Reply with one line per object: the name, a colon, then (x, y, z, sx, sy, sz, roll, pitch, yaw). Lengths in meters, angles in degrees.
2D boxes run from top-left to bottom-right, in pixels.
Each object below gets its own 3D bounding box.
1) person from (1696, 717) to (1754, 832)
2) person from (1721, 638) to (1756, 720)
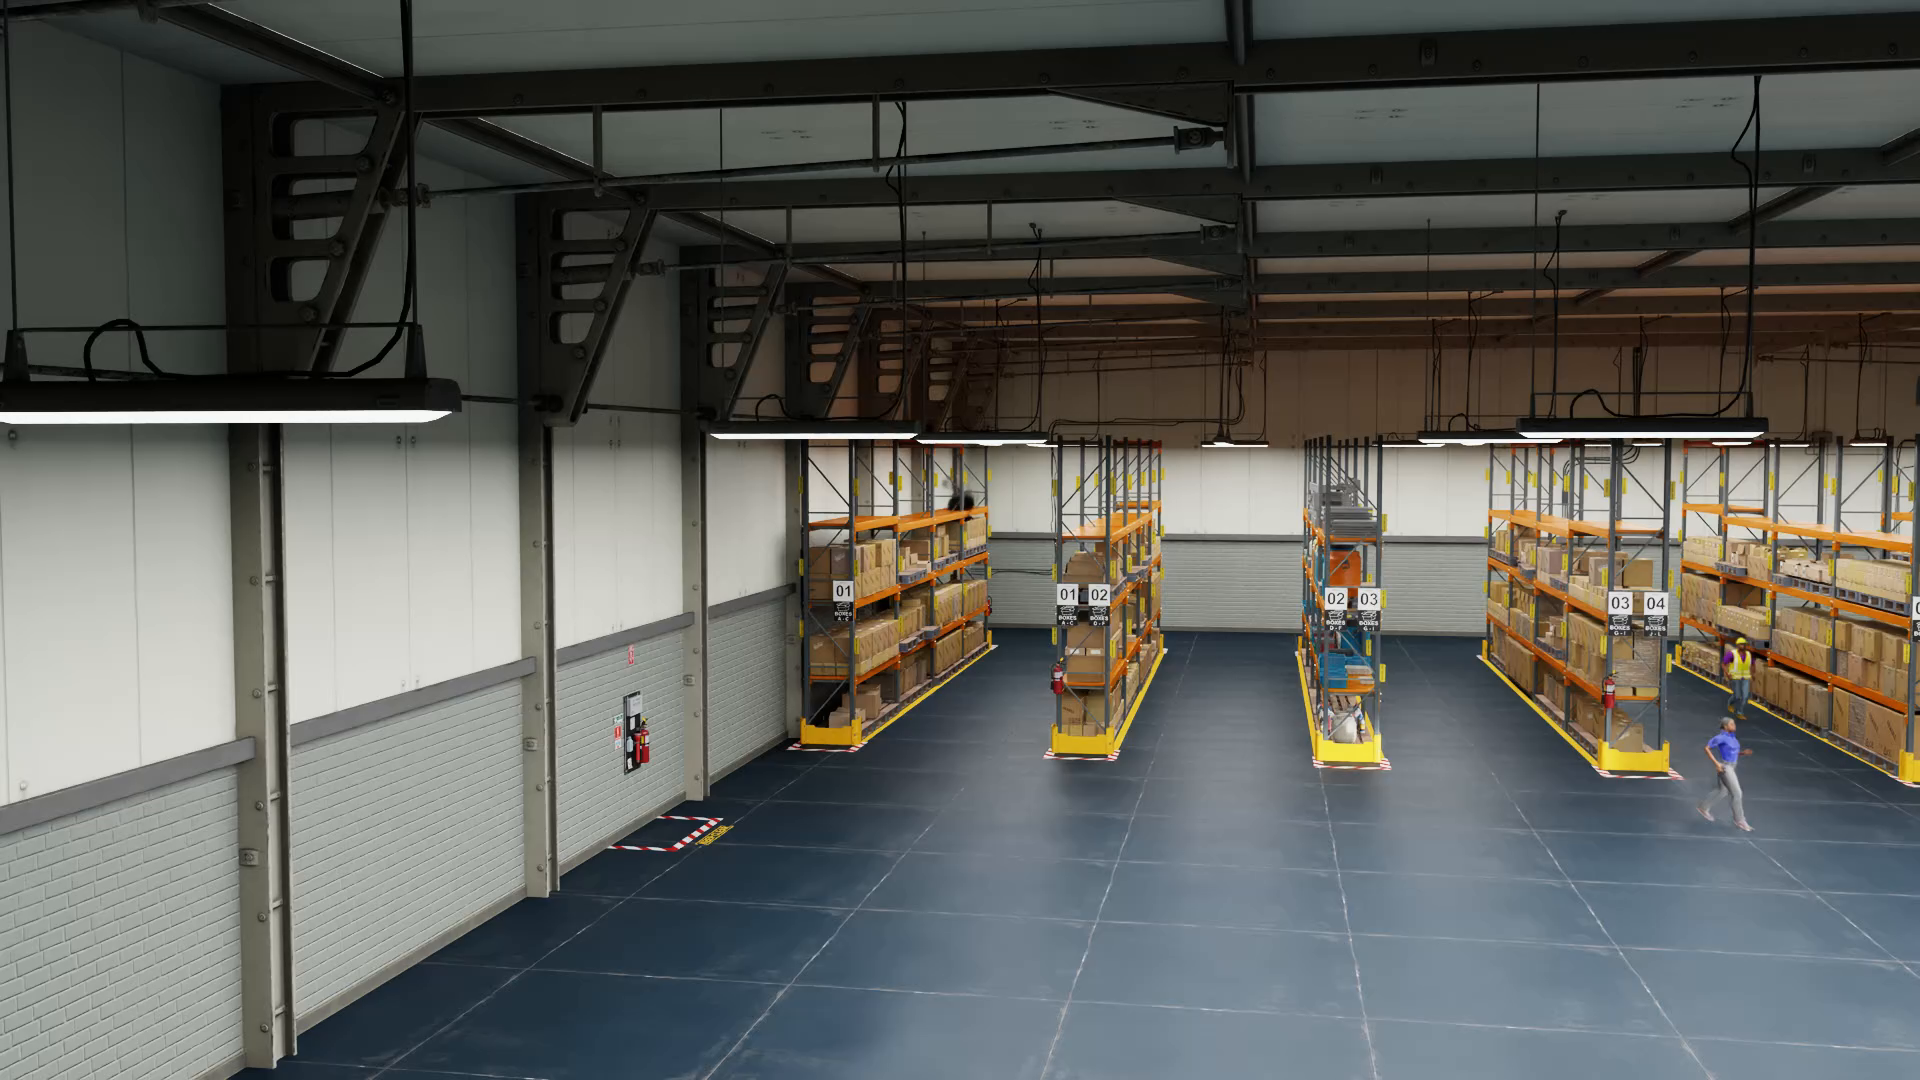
person: (11.611, 3.519, 25.188, 0.860, 1.677, 0.561, 3, 4, 41)
person: (16.619, 2.946, 35.470, 0.706, 1.731, 0.628, 0, 3, 6)
